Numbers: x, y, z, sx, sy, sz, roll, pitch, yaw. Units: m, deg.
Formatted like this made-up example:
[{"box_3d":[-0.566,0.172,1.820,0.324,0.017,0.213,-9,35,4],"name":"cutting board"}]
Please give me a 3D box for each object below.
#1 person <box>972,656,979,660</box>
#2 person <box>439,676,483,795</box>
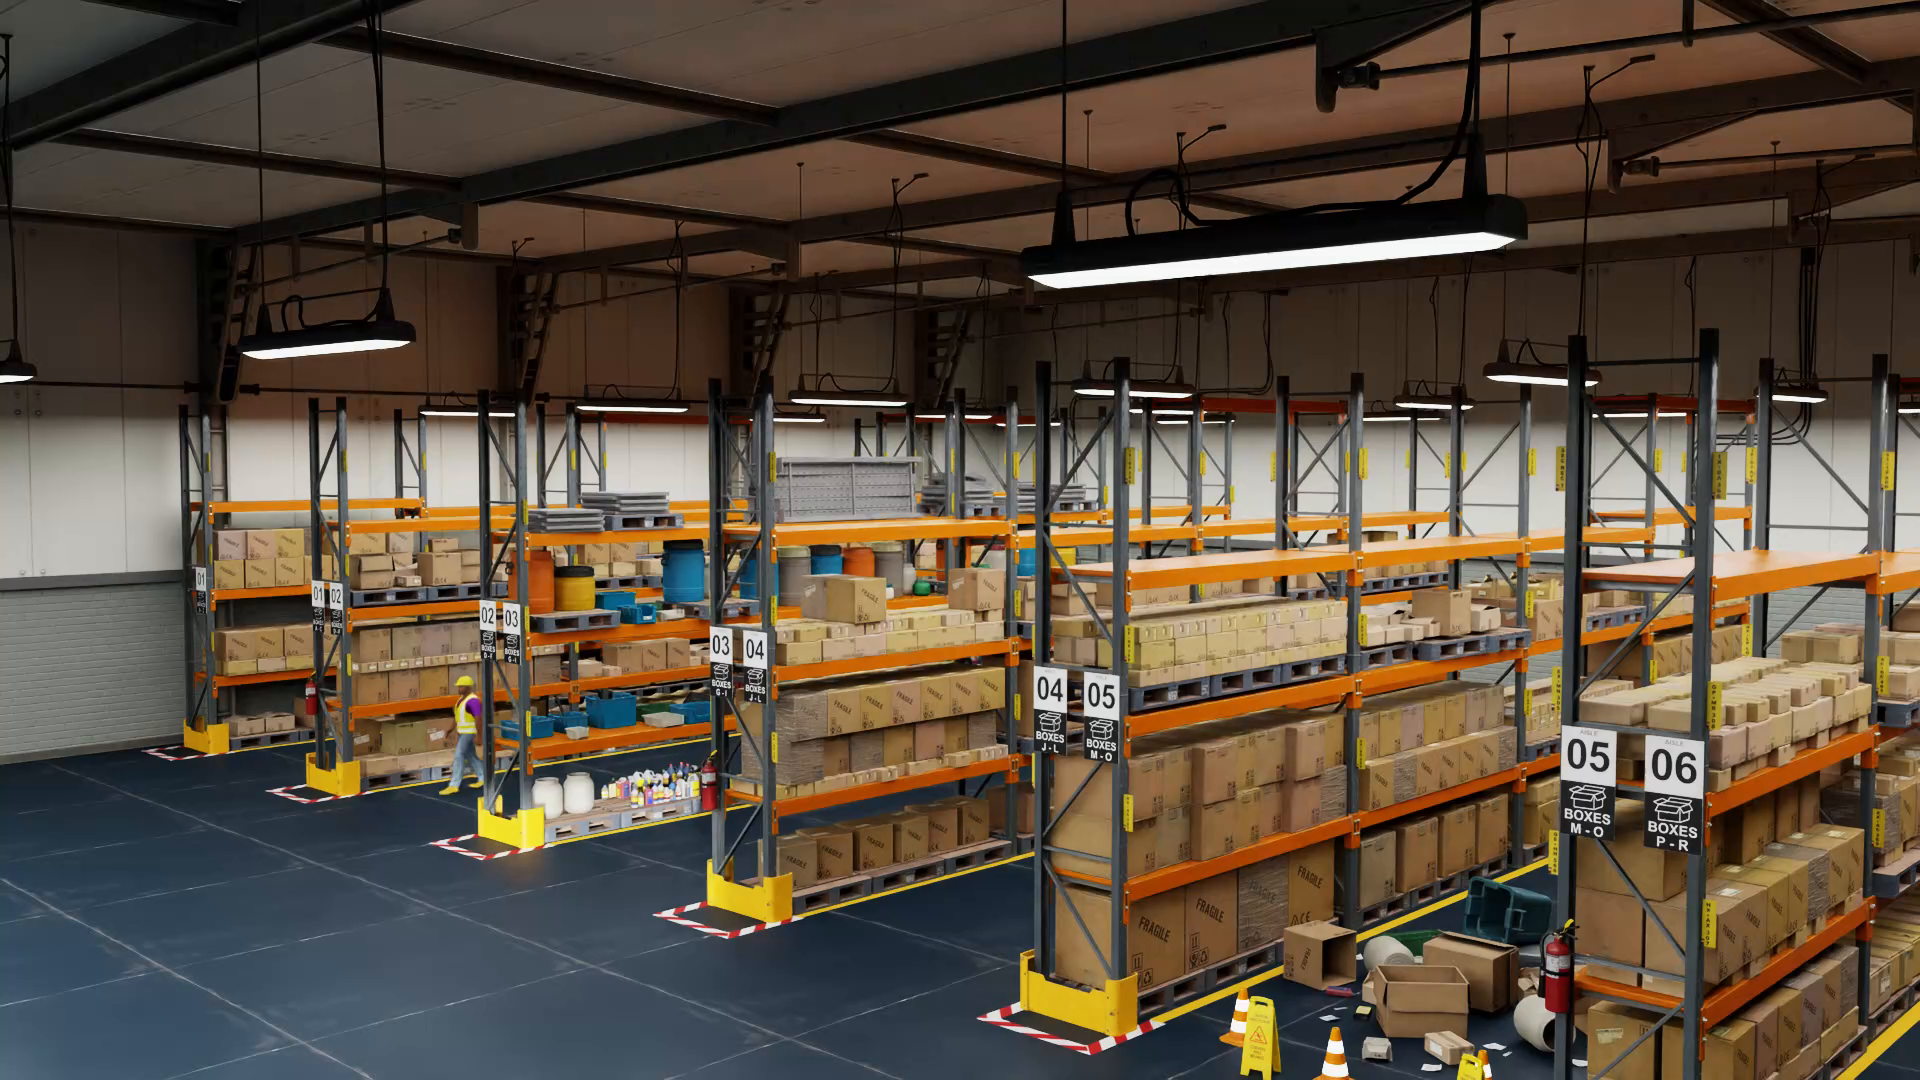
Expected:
[{"box_3d":[0.380,2.659,31.889,0.638,1.686,0.543,-2,4,-36],"name":"person"},{"box_3d":[-7.591,2.950,25.377,0.853,1.730,0.646,-2,3,-29],"name":"person"}]
